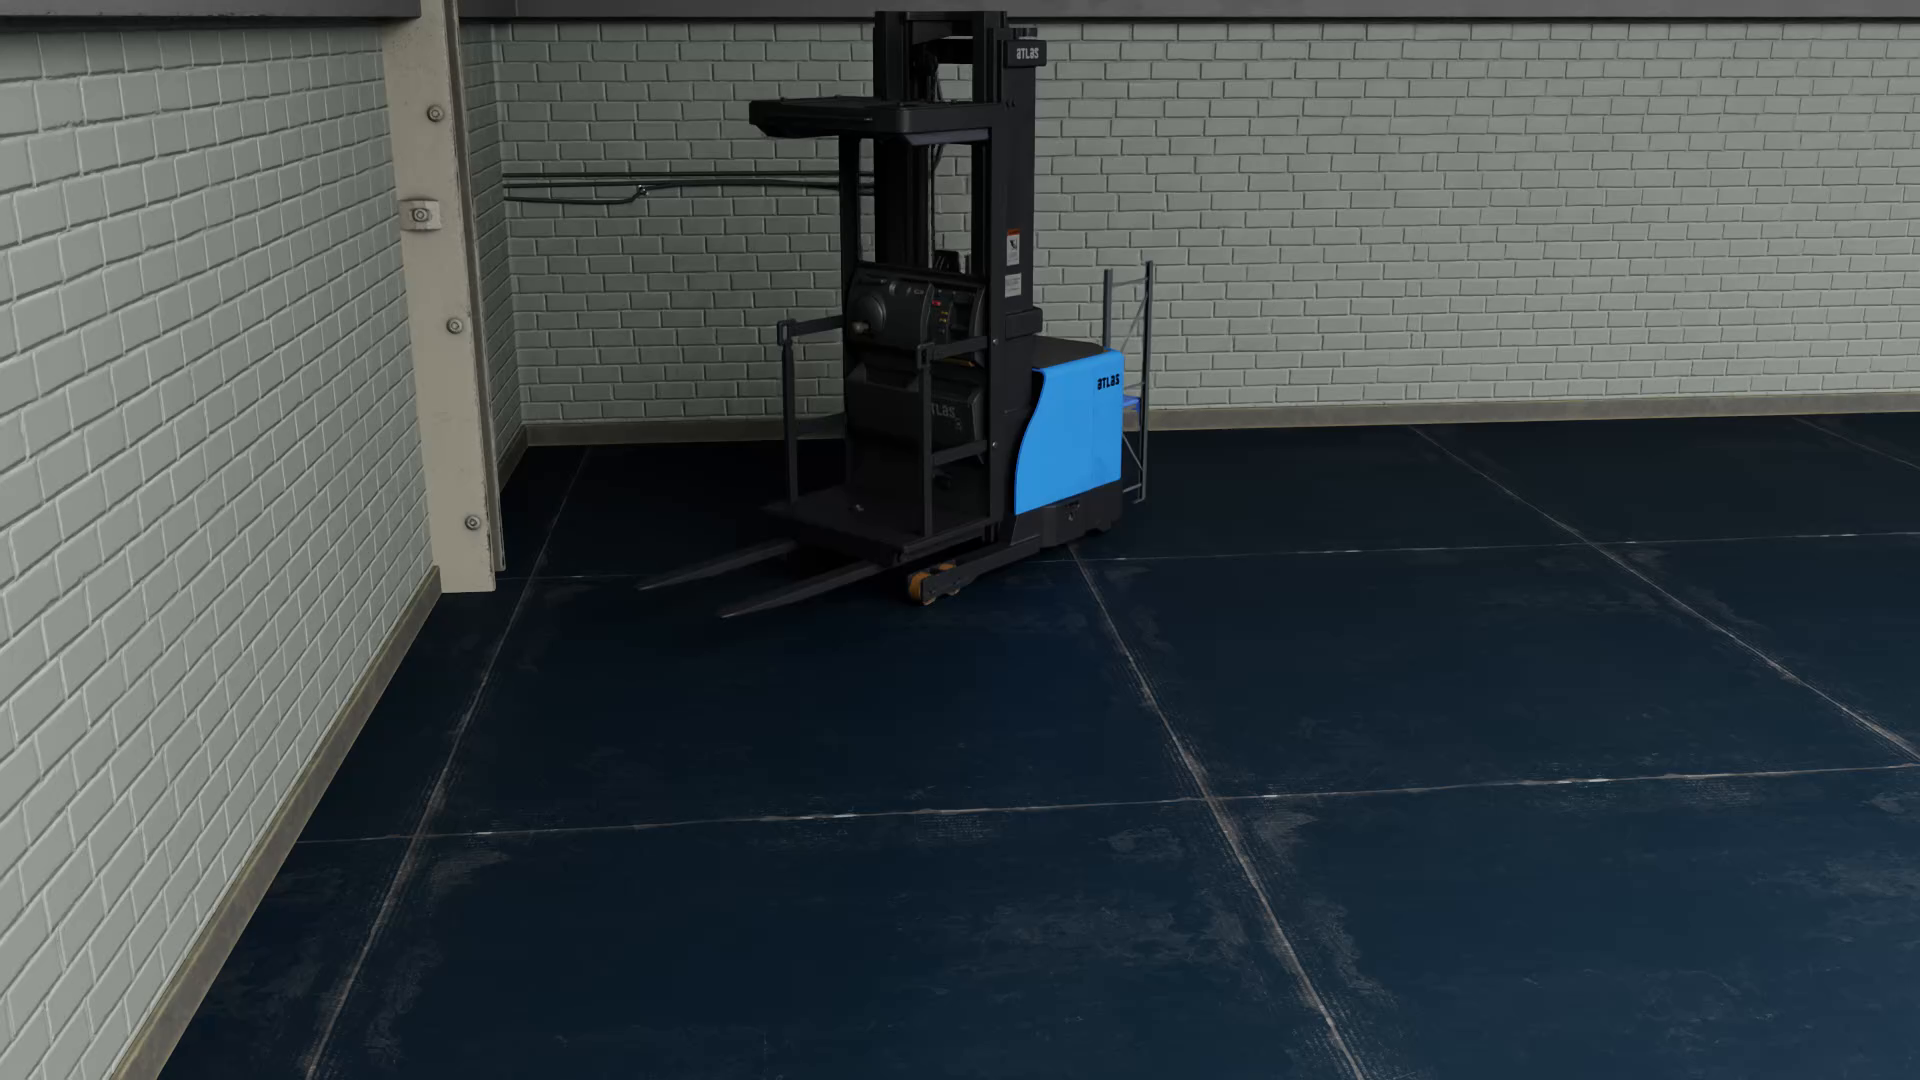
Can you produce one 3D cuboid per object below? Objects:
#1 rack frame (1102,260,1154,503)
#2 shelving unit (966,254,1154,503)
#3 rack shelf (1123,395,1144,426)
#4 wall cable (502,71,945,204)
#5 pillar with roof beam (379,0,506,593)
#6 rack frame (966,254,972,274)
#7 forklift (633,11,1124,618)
[{"bbox_3d":[1.004,-0.916,10.089,0.032,1.500,0.500,13,22,36],"label":"rack frame"},{"bbox_3d":[0.604,-1.010,10.388,1.048,1.500,0.538,13,22,36],"label":"shelving unit"},{"bbox_3d":[0.604,-0.838,10.442,1.000,0.185,0.538,13,22,36],"label":"rack shelf"},{"bbox_3d":[-1.631,-3.514,11.031,3.097,2.526,0.112,-2,18,-6],"label":"wall cable"},{"bbox_3d":[1.639,-4.210,8.064,9.100,9.000,0.400,-2,18,-6],"label":"pillar with roof beam"},{"bbox_3d":[0.204,-1.103,10.687,0.032,1.500,0.500,13,22,36],"label":"rack frame"},{"bbox_3d":[-0.377,-1.234,8.713,1.130,2.935,3.031,14,22,38],"label":"forklift"}]
